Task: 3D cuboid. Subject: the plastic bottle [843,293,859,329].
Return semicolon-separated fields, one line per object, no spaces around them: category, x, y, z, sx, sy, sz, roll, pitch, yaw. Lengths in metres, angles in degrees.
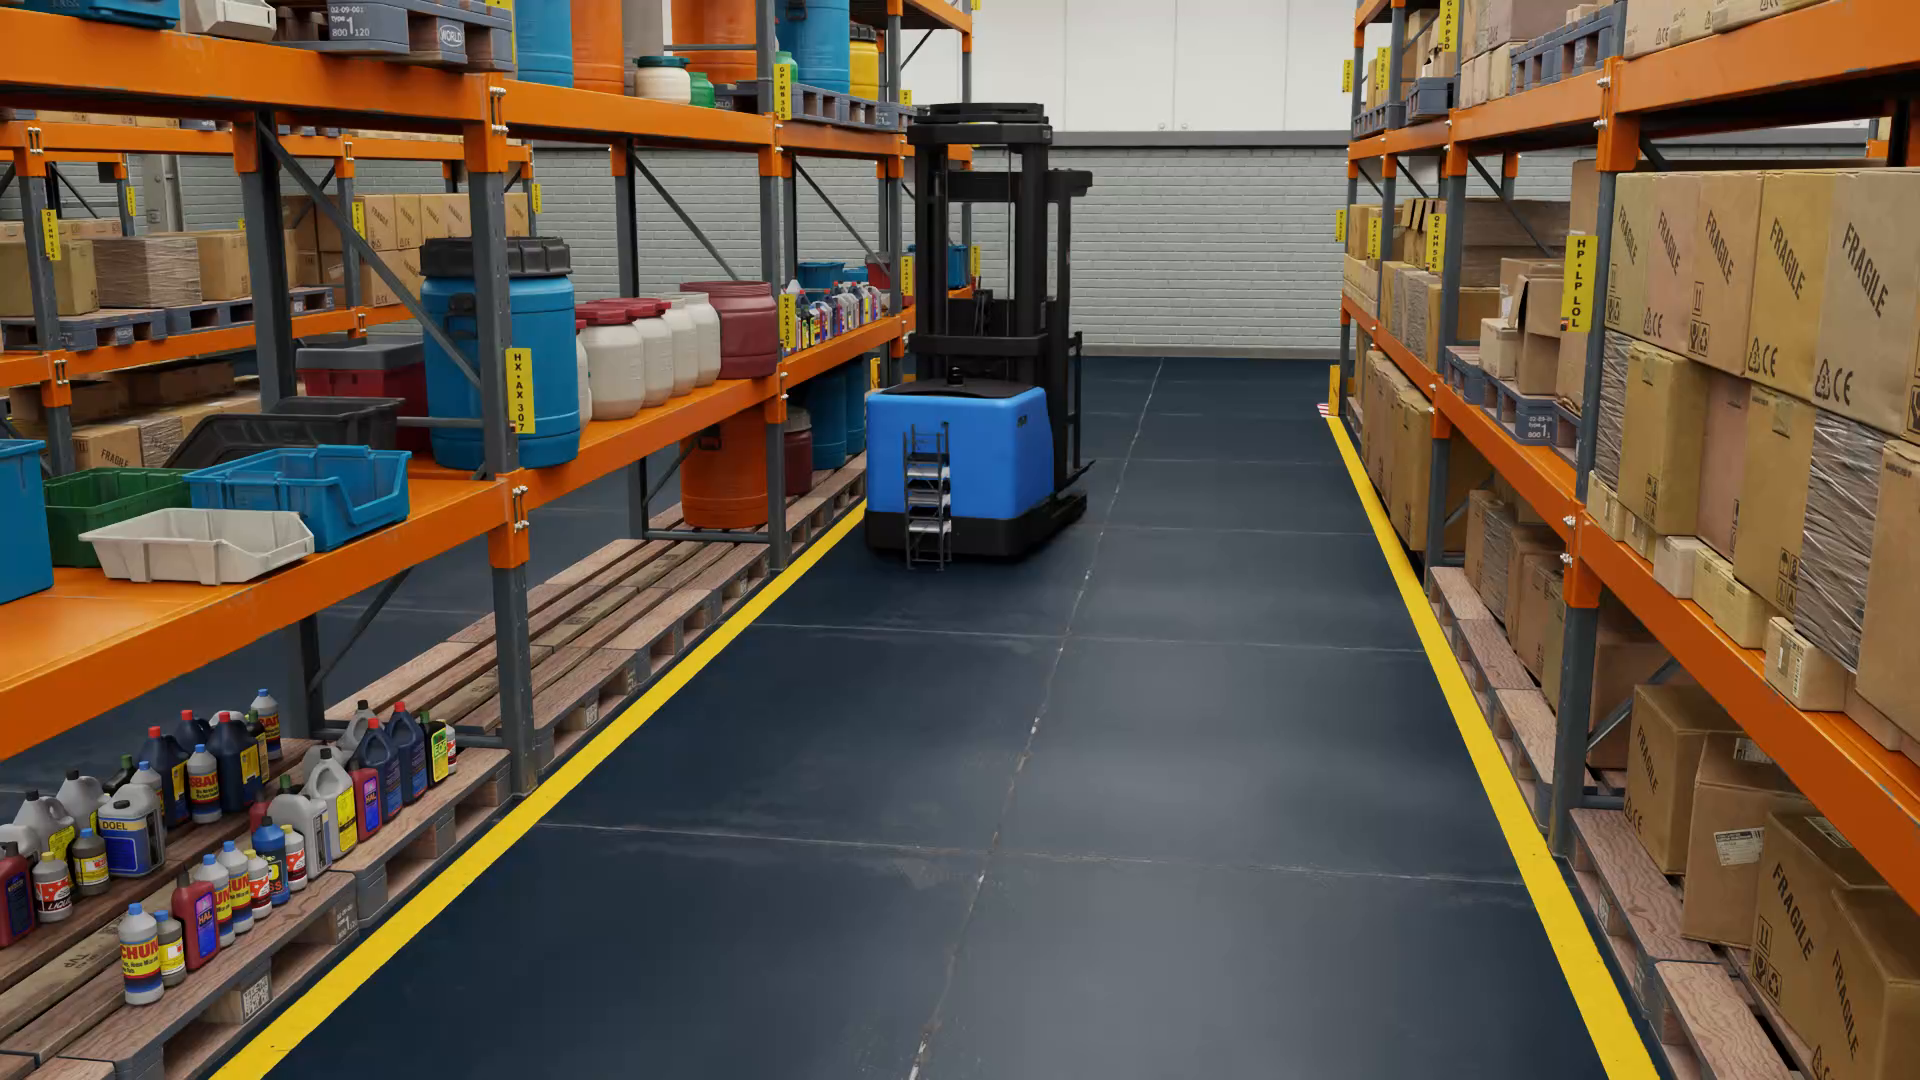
plastic bottle;-0.869;-1.786;12.957;0.152;0.276;0.135;2;12;9

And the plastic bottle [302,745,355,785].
plastic bottle;-2.218;0.845;5.873;0.152;0.276;0.135;2;12;9

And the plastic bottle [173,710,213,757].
plastic bottle;-2.759;0.779;6.001;0.144;0.351;0.185;2;12;10

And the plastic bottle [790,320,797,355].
plastic bottle;-1.128;-1.377;11.042;0.061;0.283;0.133;2;12;9

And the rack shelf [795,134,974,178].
rack shelf;-0.686;-3.652;15.905;1.077;0.370;4.000;2;12;9

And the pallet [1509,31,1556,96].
pallet;3.026;-2.010;7.027;1.213;0.211;1.003;2;12;9

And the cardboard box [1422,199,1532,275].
cardboard box;3.613;-2.094;11.470;0.797;0.503;0.637;2;12;10

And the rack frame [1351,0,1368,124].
rack frame;4.515;-5.725;16.700;1.000;3.000;0.127;2;12;9

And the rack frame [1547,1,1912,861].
rack frame;2.670;-0.295;5.741;1.000;3.000;0.127;2;12;9

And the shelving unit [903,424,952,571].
shelving unit;-0.206;-0.270;10.573;0.258;0.900;0.210;3;18;13

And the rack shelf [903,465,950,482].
rack shelf;-0.209;-0.410;10.530;0.258;0.077;0.200;3;18;13

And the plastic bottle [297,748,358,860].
plastic bottle;-2.118;0.875;5.556;0.144;0.351;0.185;2;12;8

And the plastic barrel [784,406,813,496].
plastic barrel;-1.377;-0.652;12.125;0.600;0.588;0.708;2;12;9

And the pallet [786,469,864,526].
pallet;-1.339;-0.343;12.586;1.003;0.211;1.213;2;12;9

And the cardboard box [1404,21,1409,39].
cardboard box;4.195;-4.509;14.922;0.500;0.250;0.500;1;12;7

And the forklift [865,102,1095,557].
forklift;0.308;-1.590;11.915;1.130;2.935;3.031;4;13;17

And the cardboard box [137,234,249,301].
cardboard box;-6.099;-2.166;13.191;0.700;0.500;0.500;-1;12;-6

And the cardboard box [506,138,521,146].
cardboard box;-5.091;-4.392;17.989;0.500;0.250;0.500;2;12;9

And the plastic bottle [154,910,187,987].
plastic bottle;-2.237;1.141;4.675;0.097;0.201;0.097;0;12;0

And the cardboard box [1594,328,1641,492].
cardboard box;2.539;-0.397;5.274;0.875;0.500;0.500;2;12;9

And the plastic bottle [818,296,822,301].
plastic bottle;-1.051;-1.708;12.604;0.097;0.271;0.097;0;12;0

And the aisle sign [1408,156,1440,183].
aisle sign;4.823;-4.069;17.083;0.394;0.787;0.004;2;12;9

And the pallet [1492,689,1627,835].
pallet;2.788;0.906;6.787;1.003;0.211;1.213;2;12;9

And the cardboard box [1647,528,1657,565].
cardboard box;2.248;0.020;4.877;0.380;0.149;0.250;2;12;9

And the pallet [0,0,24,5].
pallet;-2.616;-1.166;3.110;1.003;0.211;1.213;2;12;9

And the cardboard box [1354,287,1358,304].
cardboard box;3.899;-2.286;15.579;0.380;0.149;0.250;2;12;7

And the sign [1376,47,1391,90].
sign;3.351;-3.736;13.172;0.100;0.325;0.005;2;12;9

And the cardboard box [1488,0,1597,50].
cardboard box;2.806;-2.587;7.834;0.500;0.500;0.500;2;12;7

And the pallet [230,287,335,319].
pallet;-6.119;-2.025;14.226;1.003;0.211;1.213;2;12;9

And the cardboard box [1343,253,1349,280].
cardboard box;4.175;-2.774;16.894;0.500;0.250;0.500;2;12;7

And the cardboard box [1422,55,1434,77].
cardboard box;3.642;-3.363;12.071;0.500;0.311;0.500;1;12;7

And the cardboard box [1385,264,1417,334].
cardboard box;3.506;-1.817;12.565;0.500;0.500;0.500;2;12;9

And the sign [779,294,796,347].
sign;-1.065;-1.351;10.256;0.100;0.325;0.005;2;12;9

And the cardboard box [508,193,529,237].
cardboard box;-5.069;-3.551;18.238;0.500;0.500;0.500;2;12;8

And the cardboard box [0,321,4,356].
cardboard box;-6.602;-1.331;10.762;0.500;0.311;0.500;3;12;12

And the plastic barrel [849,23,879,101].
plastic barrel;-0.934;-3.688;12.921;0.600;0.588;0.600;0;12;0

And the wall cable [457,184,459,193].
wall cable;-8.945;-5.855;24.671;3.097;2.526;0.112;2;12;9

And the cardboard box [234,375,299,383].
cardboard box;-6.203;-1.182;14.748;0.500;0.500;0.500;1;12;6

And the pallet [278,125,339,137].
pallet;-6.057;-3.523;14.046;1.213;0.211;1.003;2;12;9

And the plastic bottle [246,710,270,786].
plastic bottle;-2.624;0.781;6.152;0.061;0.283;0.133;2;12;9

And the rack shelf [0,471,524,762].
rack shelf;-2.532;0.313;4.630;1.077;0.370;4.000;2;12;9

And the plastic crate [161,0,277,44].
plastic crate;-2.072;-1.445;4.586;0.243;0.136;0.396;2;12;9

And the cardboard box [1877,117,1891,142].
cardboard box;9.079;-3.919;15.793;0.500;0.250;0.500;2;12;11

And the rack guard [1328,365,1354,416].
rack guard;4.519;-1.576;17.619;1.175;0.500;0.348;2;12;9

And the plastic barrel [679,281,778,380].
plastic barrel;-1.381;-1.248;9.841;0.600;0.536;0.708;2;12;9

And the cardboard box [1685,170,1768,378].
cardboard box;2.196;-0.684;4.231;0.500;0.500;0.500;2;12;9

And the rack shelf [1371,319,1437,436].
rack shelf;3.592;-1.192;11.612;1.077;0.370;4.000;2;12;9

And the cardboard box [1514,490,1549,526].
cardboard box;3.140;-0.236;8.577;0.500;0.250;0.500;3;13;15

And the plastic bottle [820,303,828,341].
plastic bottle;-1.001;-1.568;11.956;0.097;0.271;0.097;0;12;0

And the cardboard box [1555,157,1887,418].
cardboard box;2.930;-0.954;6.380;1.000;1.000;1.000;2;12;9

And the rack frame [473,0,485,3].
rack frame;-2.224;-3.388;5.854;1.000;3.000;0.127;2;12;9

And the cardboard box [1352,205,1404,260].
cardboard box;4.024;-2.928;15.830;0.500;0.500;0.500;2;12;7

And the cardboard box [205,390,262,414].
cardboard box;-5.842;-0.956;13.698;0.500;0.500;0.500;2;12;9
